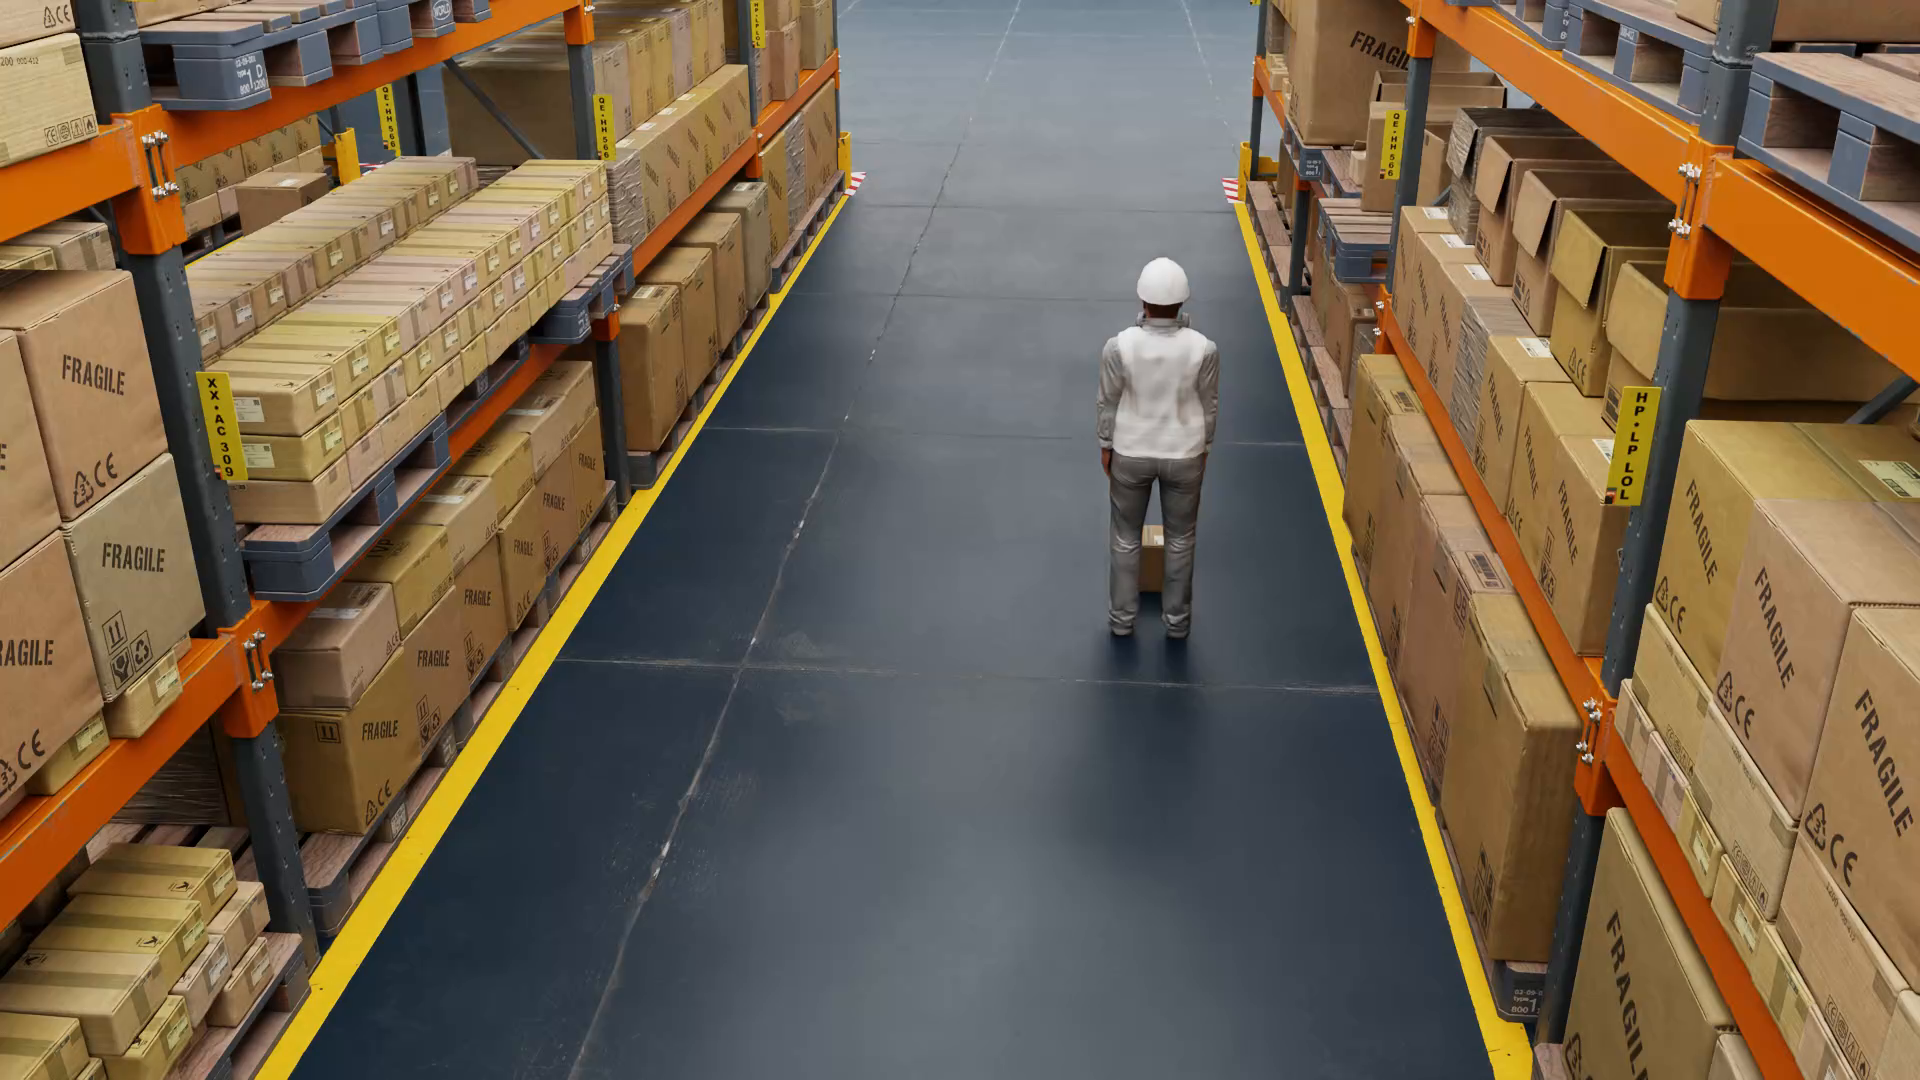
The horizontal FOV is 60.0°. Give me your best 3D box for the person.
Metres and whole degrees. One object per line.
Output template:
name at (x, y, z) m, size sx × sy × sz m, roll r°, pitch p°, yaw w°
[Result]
person at (0.873, -0.400, 7.475) m, size 0.532 × 1.775 × 0.355 m, roll 2°, pitch 24°, yaw 5°
